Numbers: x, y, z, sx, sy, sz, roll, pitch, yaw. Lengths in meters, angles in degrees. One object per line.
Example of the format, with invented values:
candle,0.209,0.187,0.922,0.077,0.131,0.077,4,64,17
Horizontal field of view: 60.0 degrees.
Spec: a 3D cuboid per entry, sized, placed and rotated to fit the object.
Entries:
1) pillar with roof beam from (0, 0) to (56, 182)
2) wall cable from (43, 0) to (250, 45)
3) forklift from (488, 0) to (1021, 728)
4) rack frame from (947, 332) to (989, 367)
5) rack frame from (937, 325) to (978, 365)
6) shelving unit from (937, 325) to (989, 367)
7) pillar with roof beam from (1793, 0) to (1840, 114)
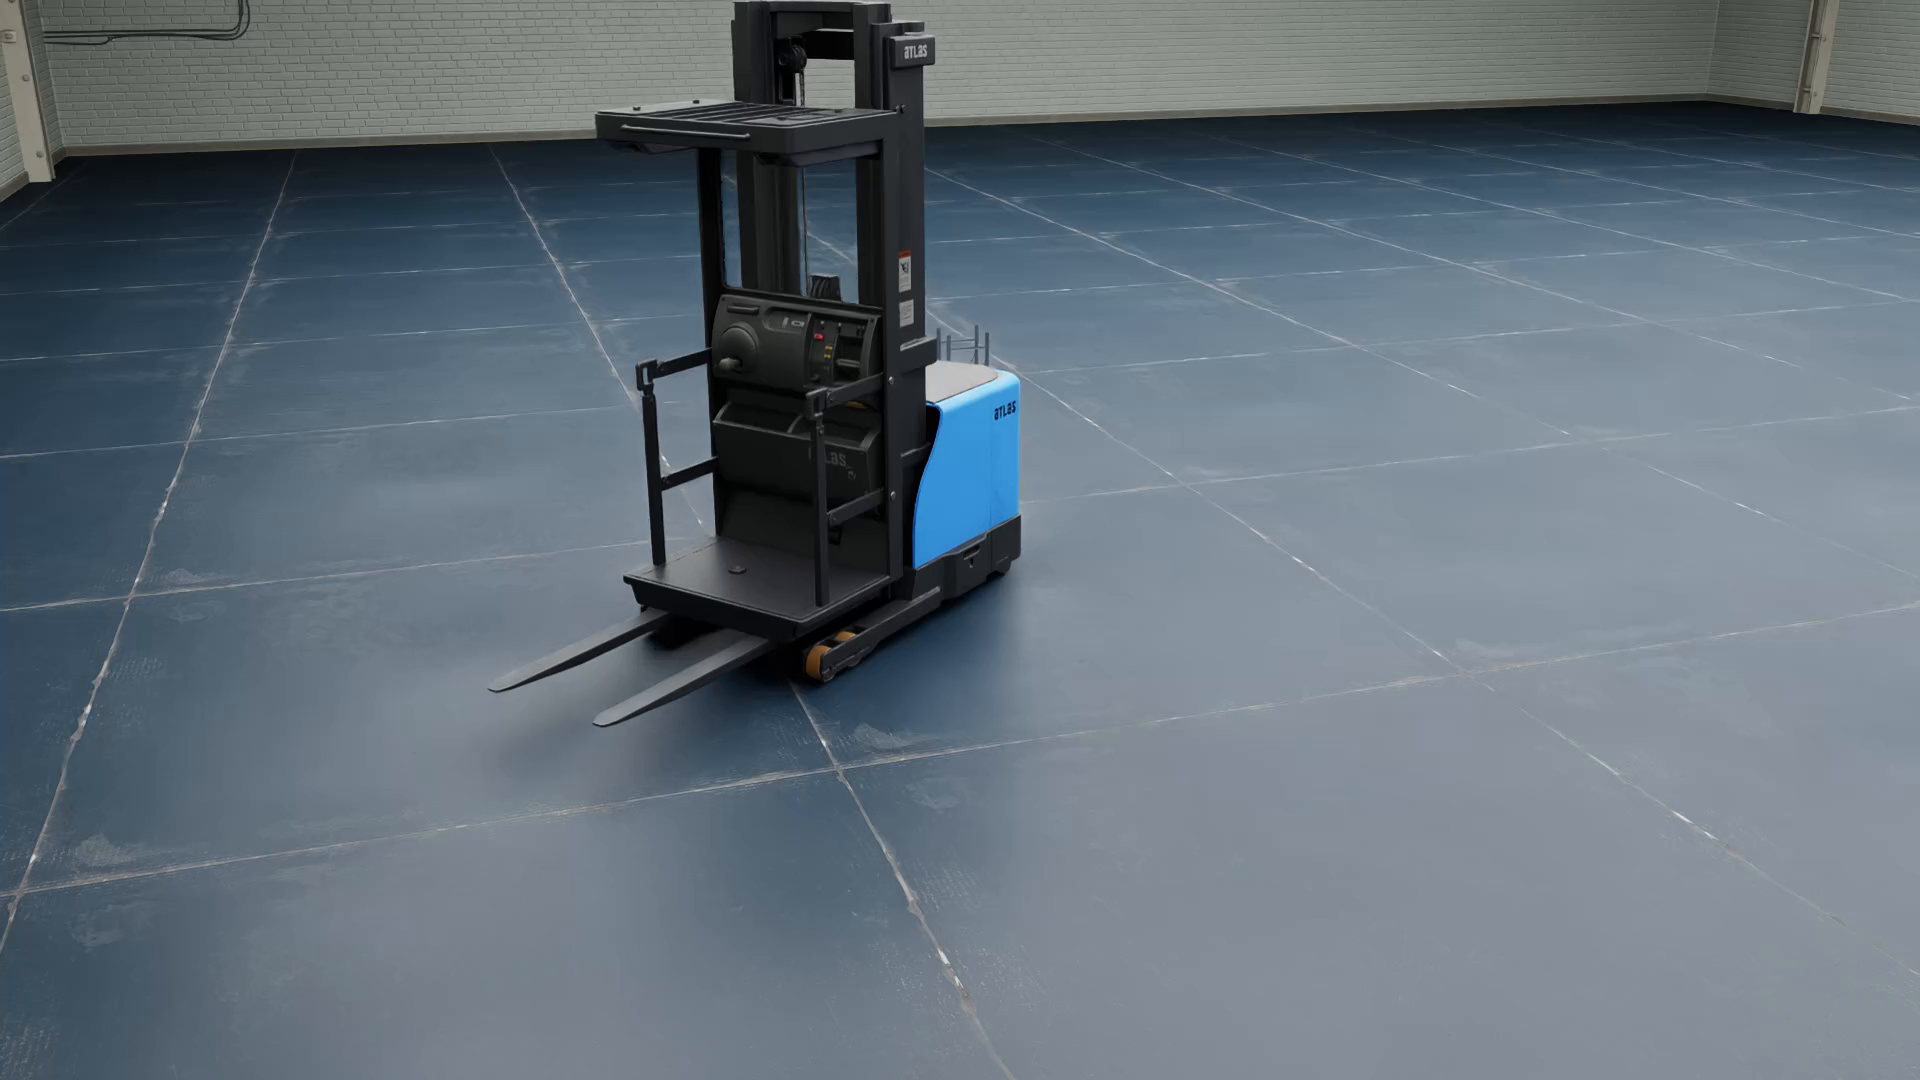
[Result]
pillar with roof beam,-9.005,-9.823,23.452,9.100,9.000,0.400,-6,21,-17
wall cable,-12.763,-8.990,25.726,3.097,2.526,0.112,-6,21,-17
forklift,-0.894,-0.912,7.619,1.130,2.935,3.031,12,23,31
rack frame,0.043,-0.549,9.171,0.240,1.200,0.006,-6,21,-17
rack frame,-0.014,-0.608,9.335,0.240,1.200,0.006,-6,21,-17
shelving unit,0.015,-0.579,9.253,0.258,1.200,0.189,-6,21,-17
pillar with roof beam,12.725,-12.255,30.223,9.100,9.000,0.400,-6,21,-17
